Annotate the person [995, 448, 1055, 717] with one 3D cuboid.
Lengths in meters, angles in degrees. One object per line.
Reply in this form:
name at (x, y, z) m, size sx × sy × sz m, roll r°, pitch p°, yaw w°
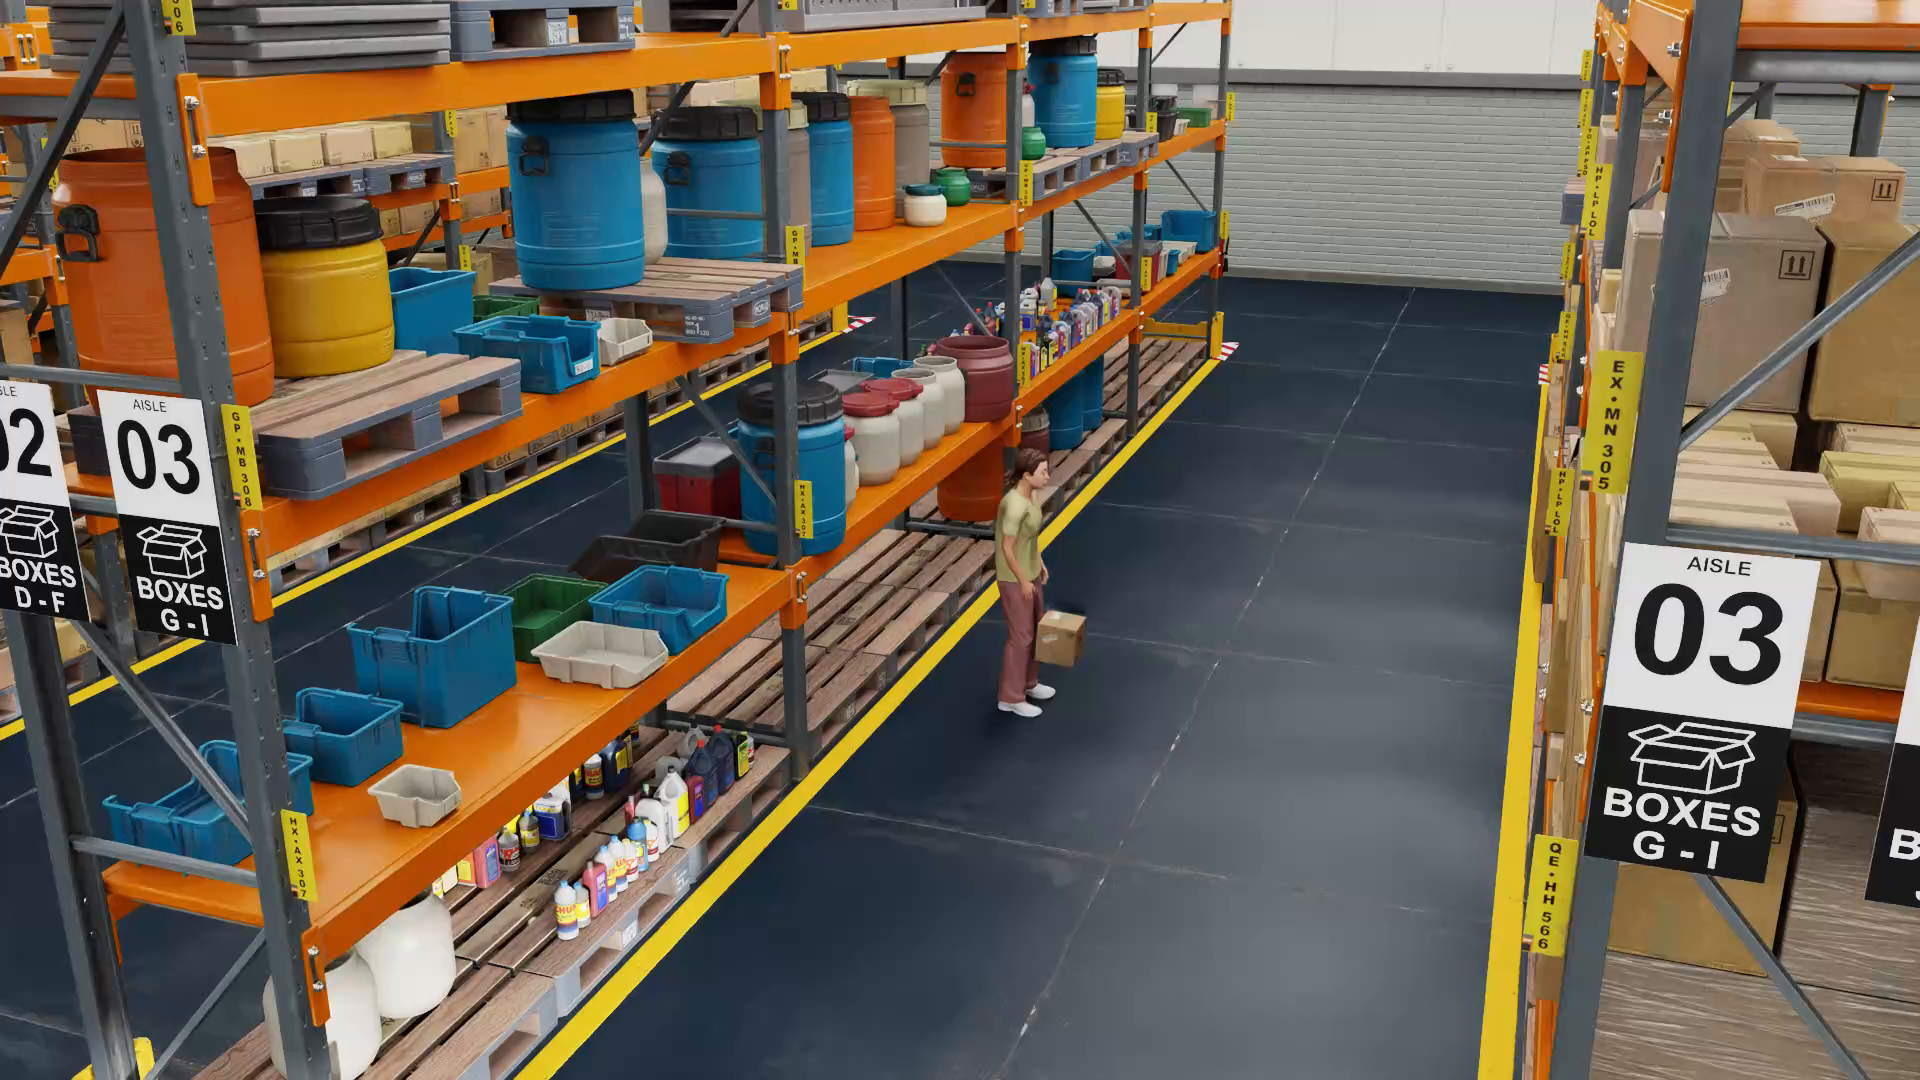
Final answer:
person at (0.404, 0.238, 10.357) m, size 0.359 × 1.675 × 0.483 m, roll 6°, pitch 20°, yaw 17°
